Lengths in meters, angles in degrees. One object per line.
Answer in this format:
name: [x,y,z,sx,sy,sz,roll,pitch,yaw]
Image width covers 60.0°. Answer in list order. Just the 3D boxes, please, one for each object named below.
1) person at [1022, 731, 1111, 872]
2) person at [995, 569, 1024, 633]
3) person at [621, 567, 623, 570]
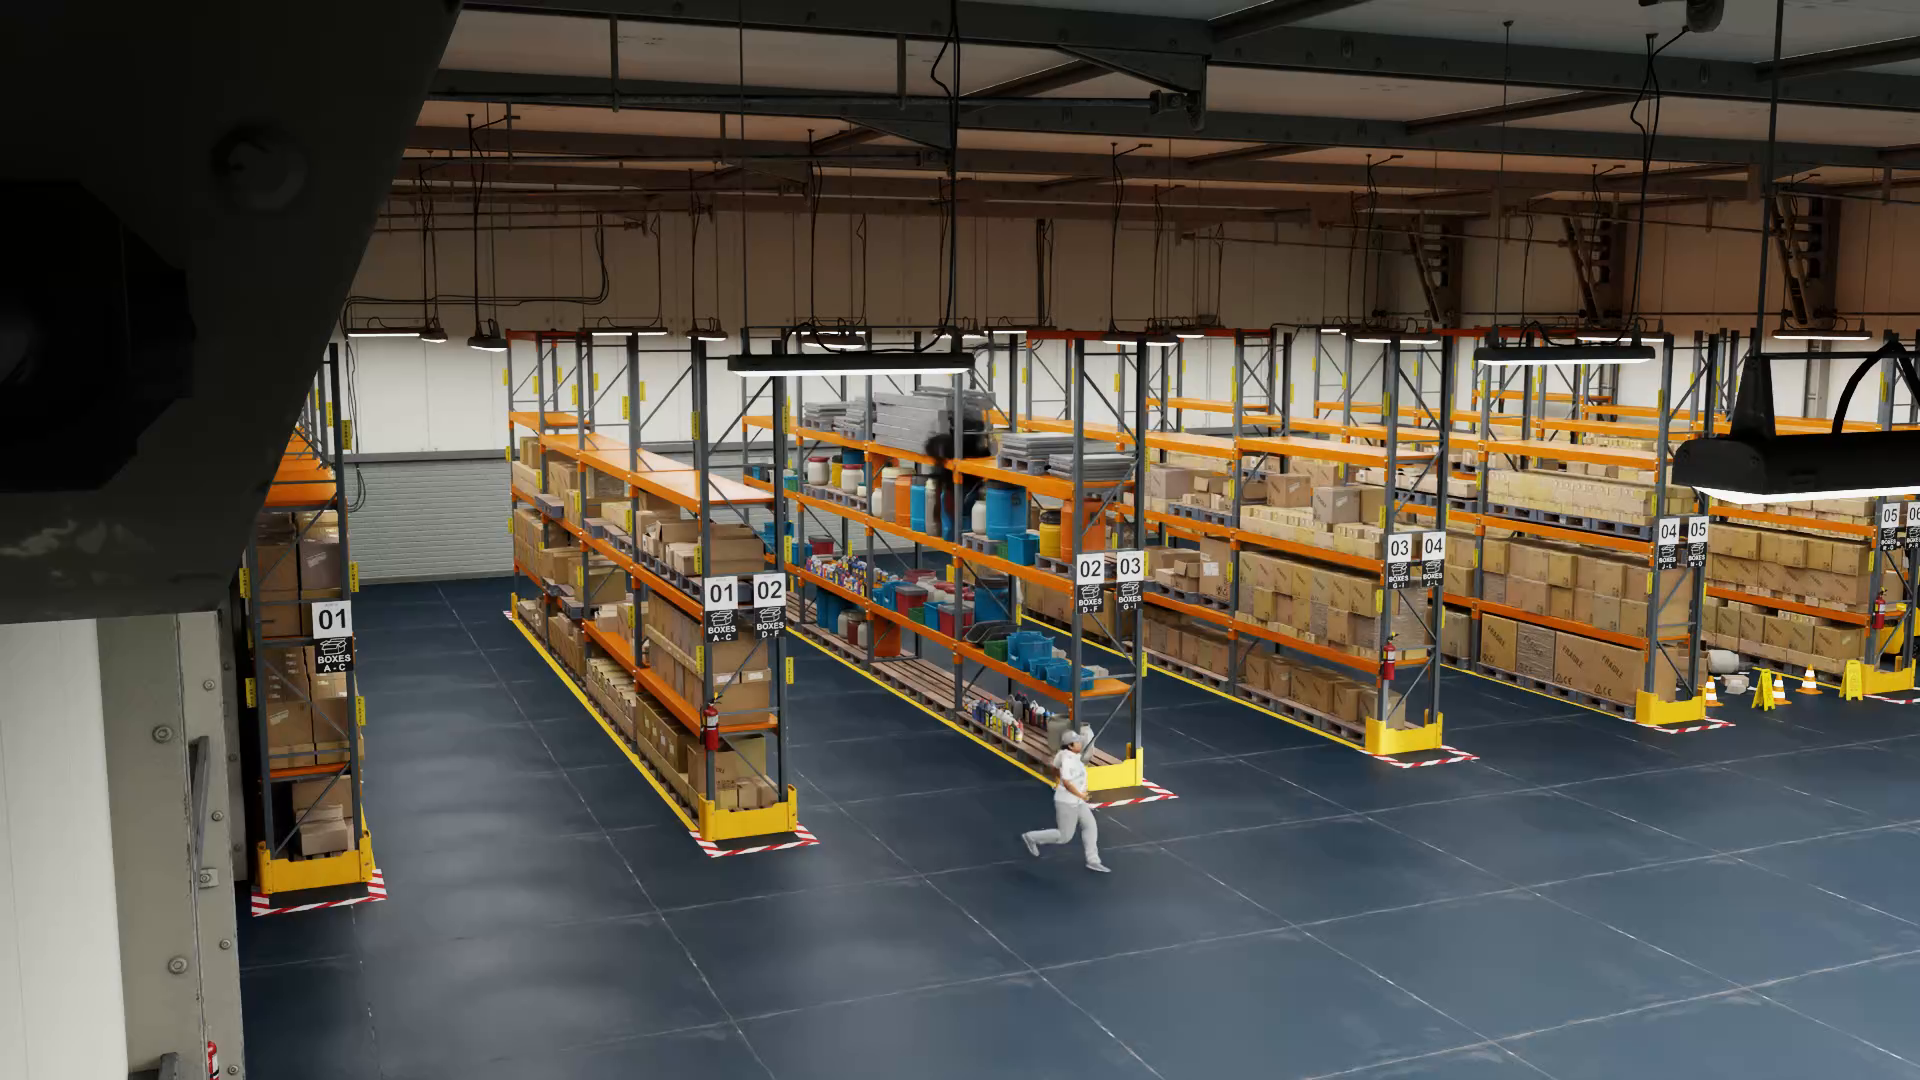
person: [1.219,2.988,18.903,1.004,1.664,0.565,1,8,9]
person: [1.002,0.951,33.081,0.654,1.835,0.735,-3,8,-22]
person: [-7.385,0.735,35.508,0.755,1.585,0.580,4,9,28]
